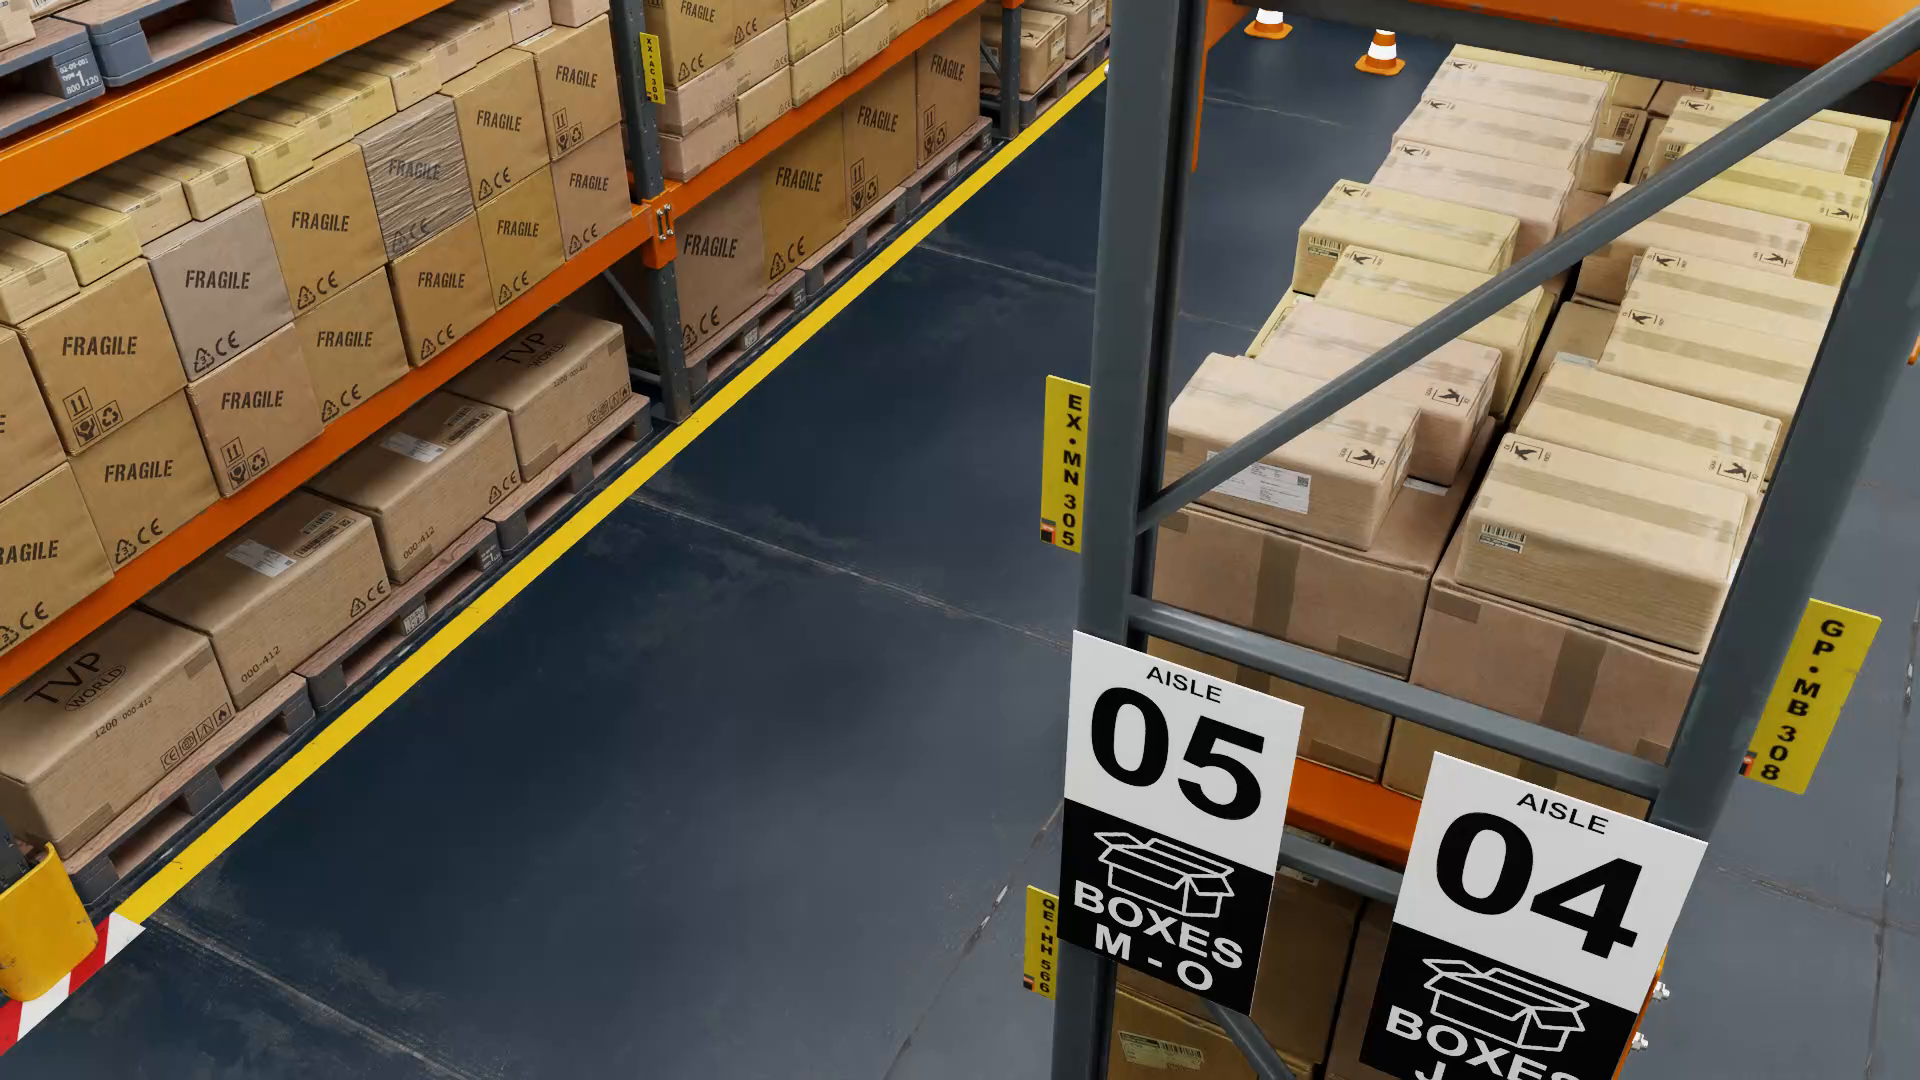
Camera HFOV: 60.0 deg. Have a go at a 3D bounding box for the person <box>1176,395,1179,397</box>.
[{"bbox_3d":[0.961,-0.048,7.208,0.437,1.188,0.844,16,41,20],"label":"person"}]
